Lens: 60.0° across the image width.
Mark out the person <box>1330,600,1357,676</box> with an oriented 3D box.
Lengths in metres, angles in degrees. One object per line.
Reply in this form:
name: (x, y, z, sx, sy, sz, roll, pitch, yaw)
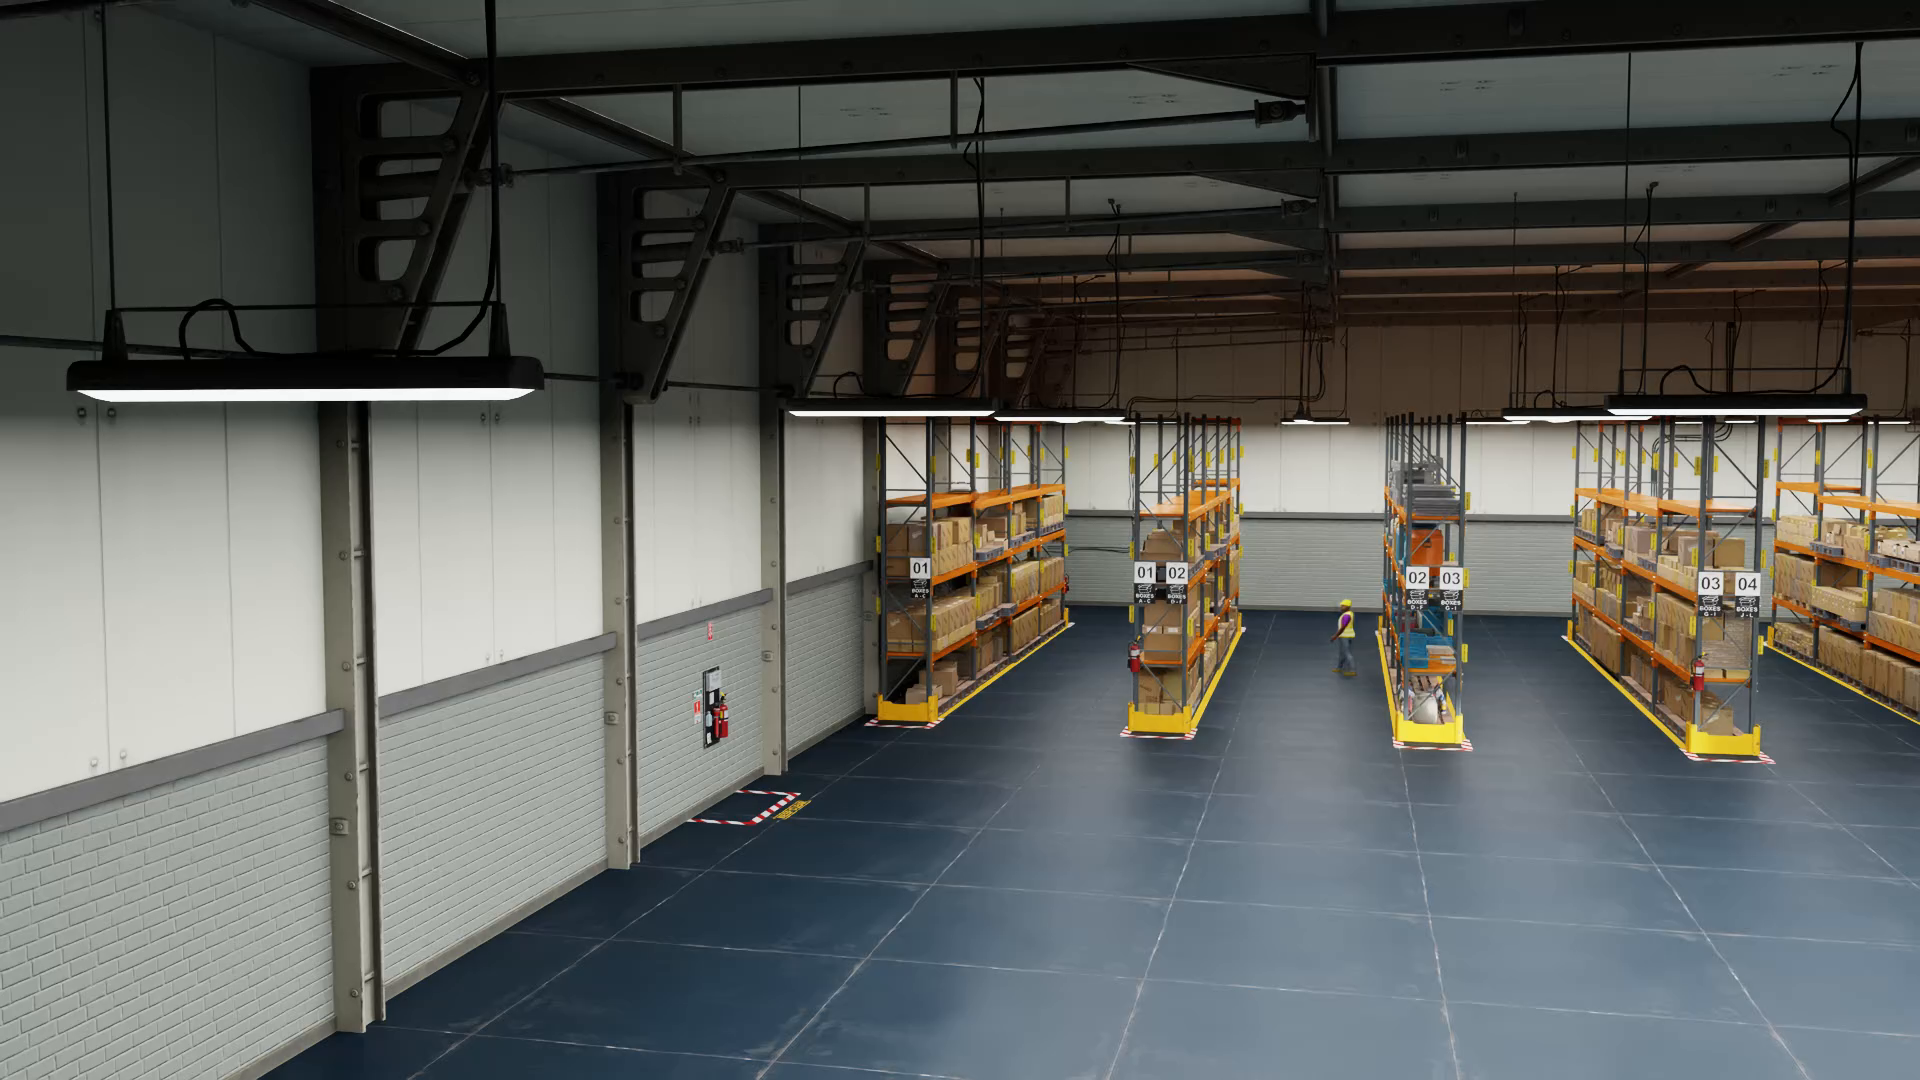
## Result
person: (8.806, 2.236, 38.347, 0.709, 1.736, 0.885, -3, 5, -42)
